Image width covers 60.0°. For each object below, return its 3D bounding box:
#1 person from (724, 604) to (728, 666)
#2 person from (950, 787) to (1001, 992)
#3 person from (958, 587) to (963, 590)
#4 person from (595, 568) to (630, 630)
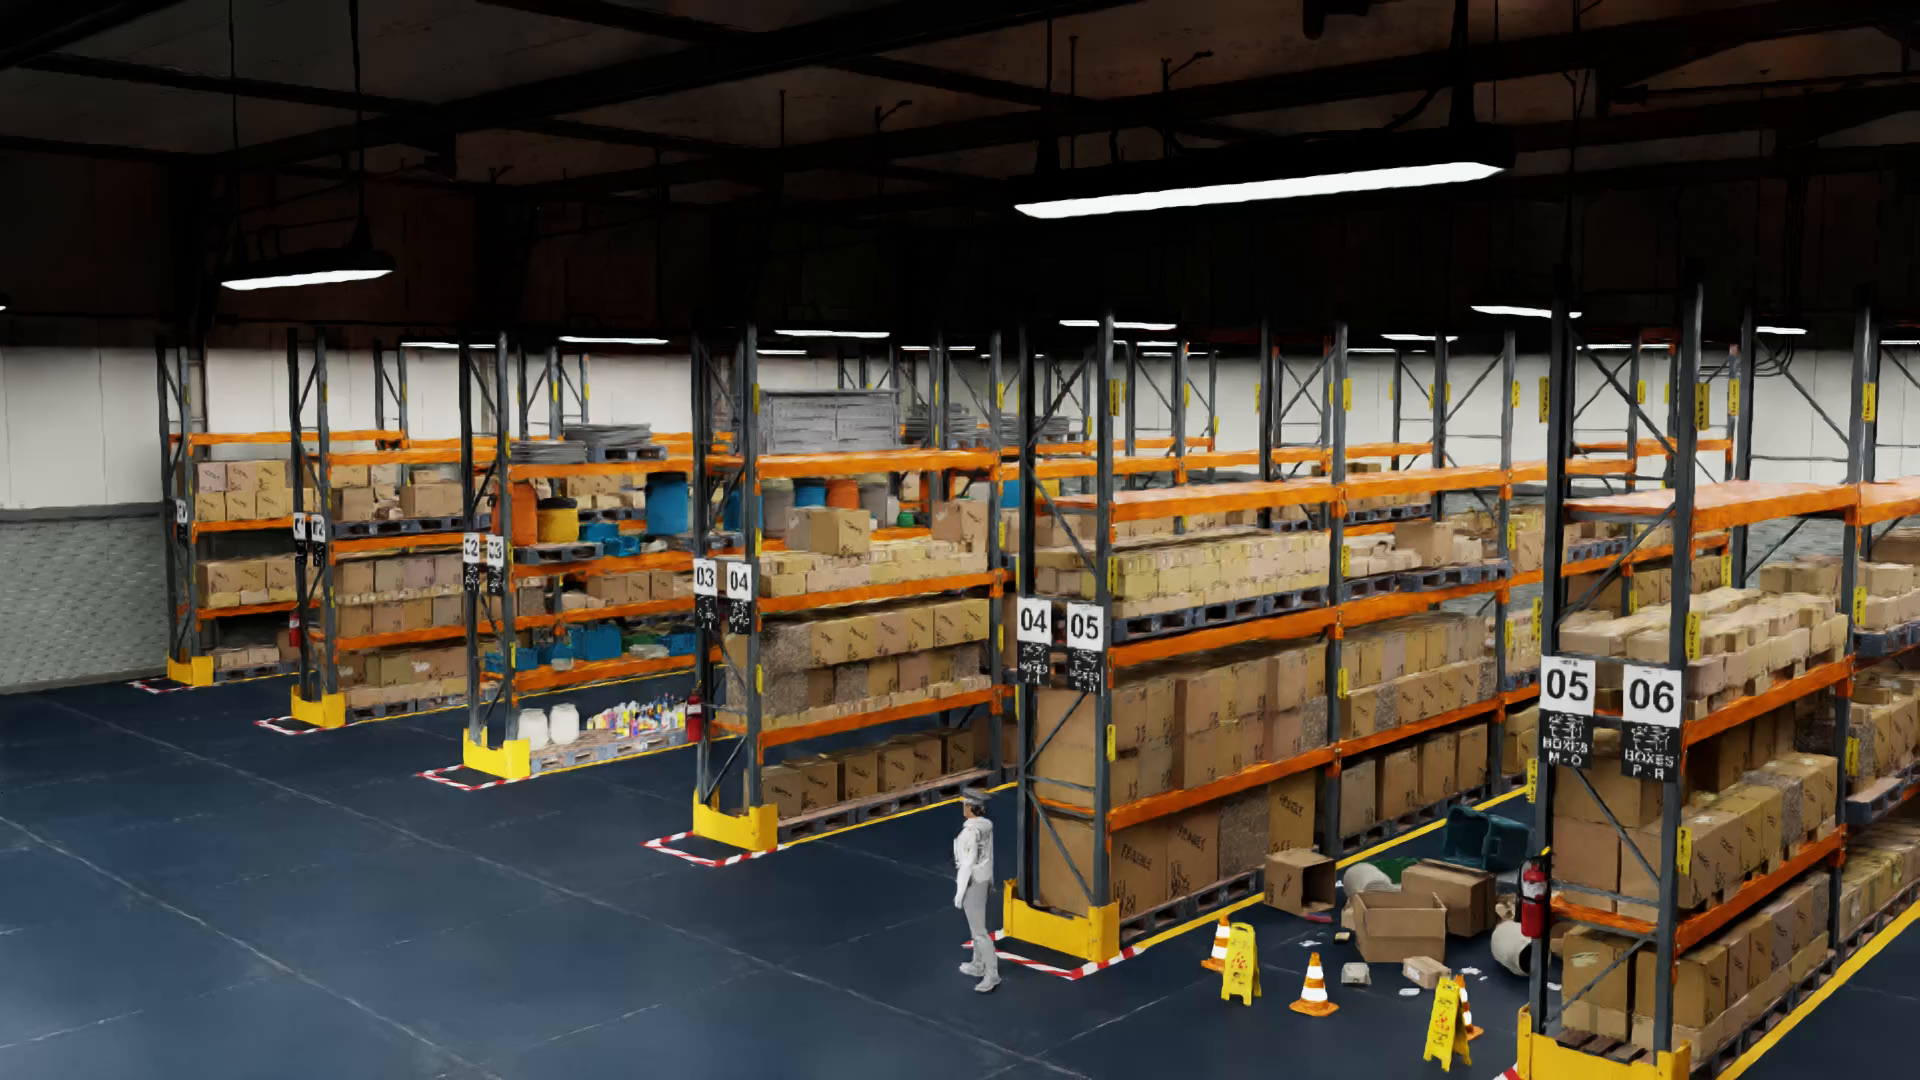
[{"bbox_3d":[-3.829,1.696,28.496,0.625,1.611,0.575,5,7,41],"label":"person"},{"bbox_3d":[0.151,2.997,14.367,0.474,1.668,0.658,2,6,16],"label":"person"},{"bbox_3d":[-0.162,0.431,41.016,0.729,1.779,0.483,0,5,1],"label":"person"},{"bbox_3d":[-6.793,1.315,32.320,0.599,1.629,1.111,5,7,42],"label":"person"}]
